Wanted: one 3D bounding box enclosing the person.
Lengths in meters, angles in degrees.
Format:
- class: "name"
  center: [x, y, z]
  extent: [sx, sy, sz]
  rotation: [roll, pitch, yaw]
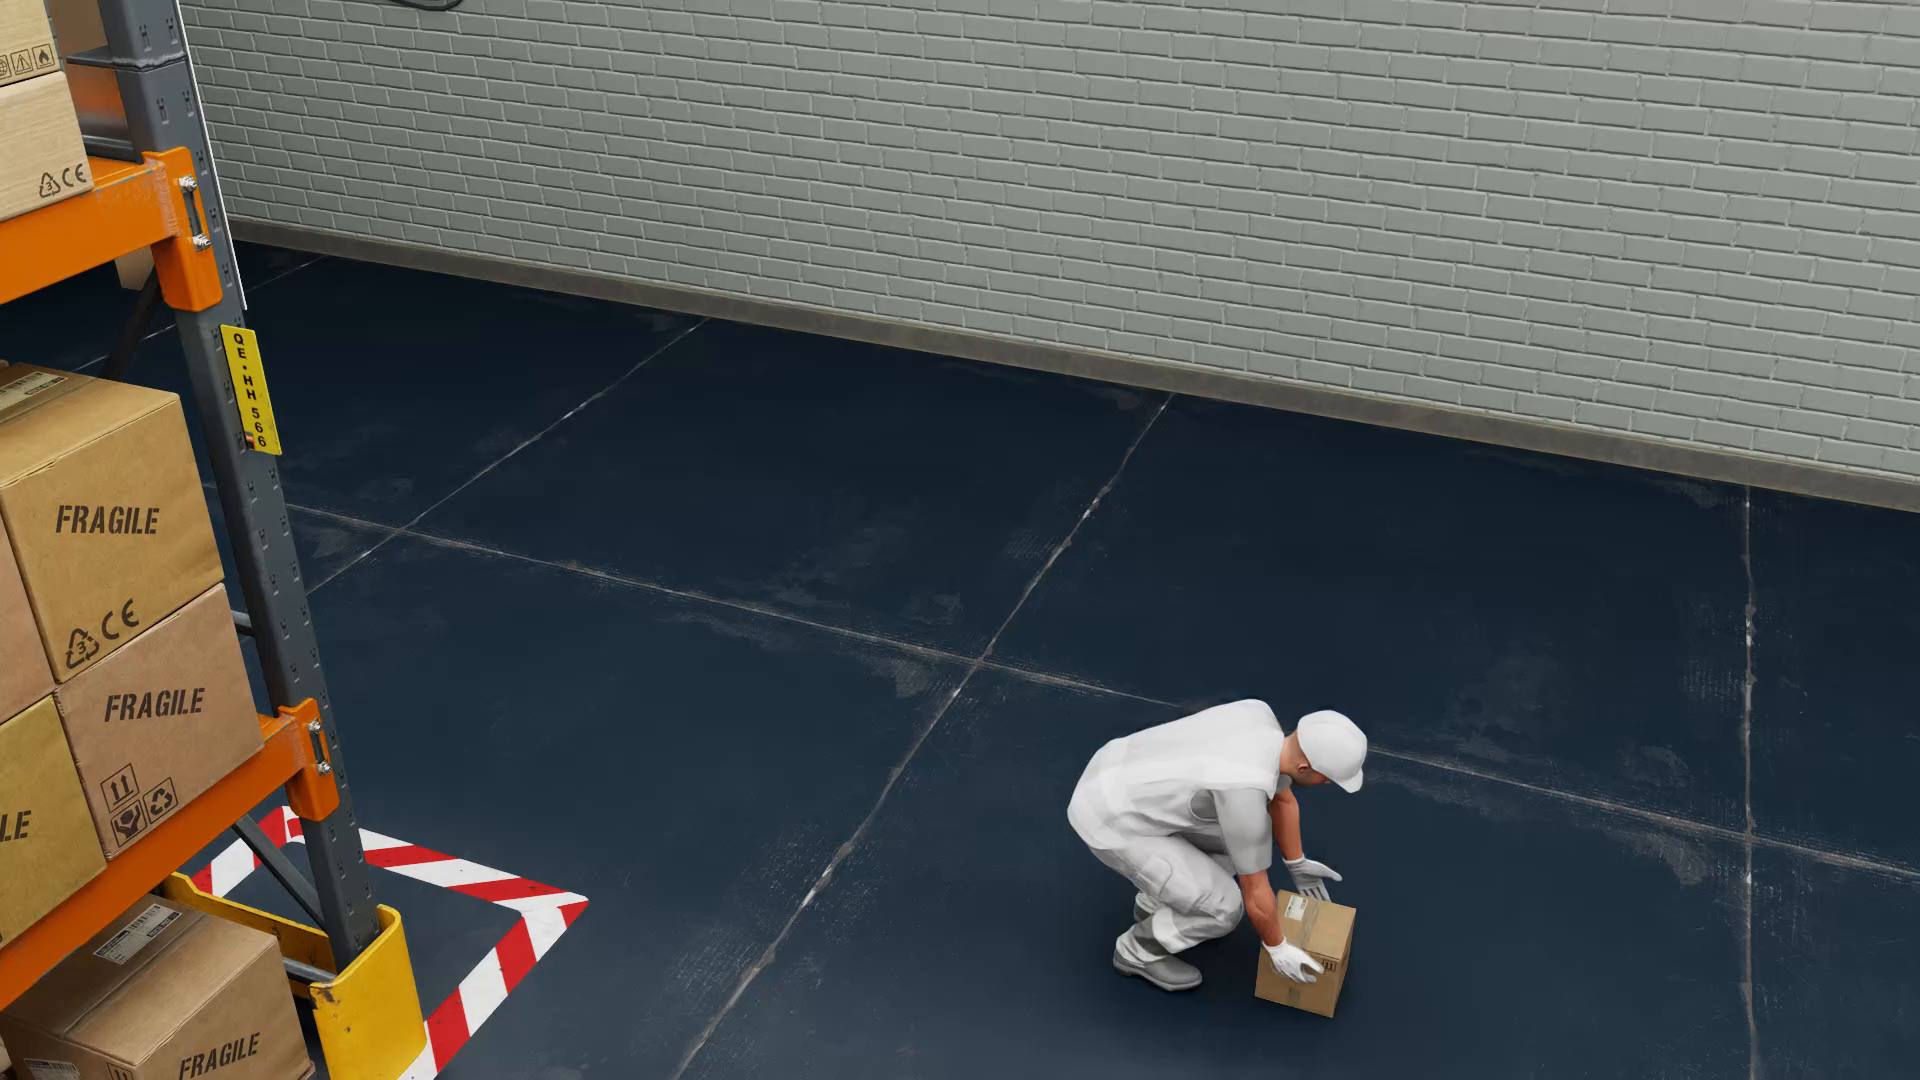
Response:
- class: "person"
  center: [0.793, 0.917, 5.265]
  extent: [0.874, 1.017, 0.577]
  rotation: [11, 31, 19]
